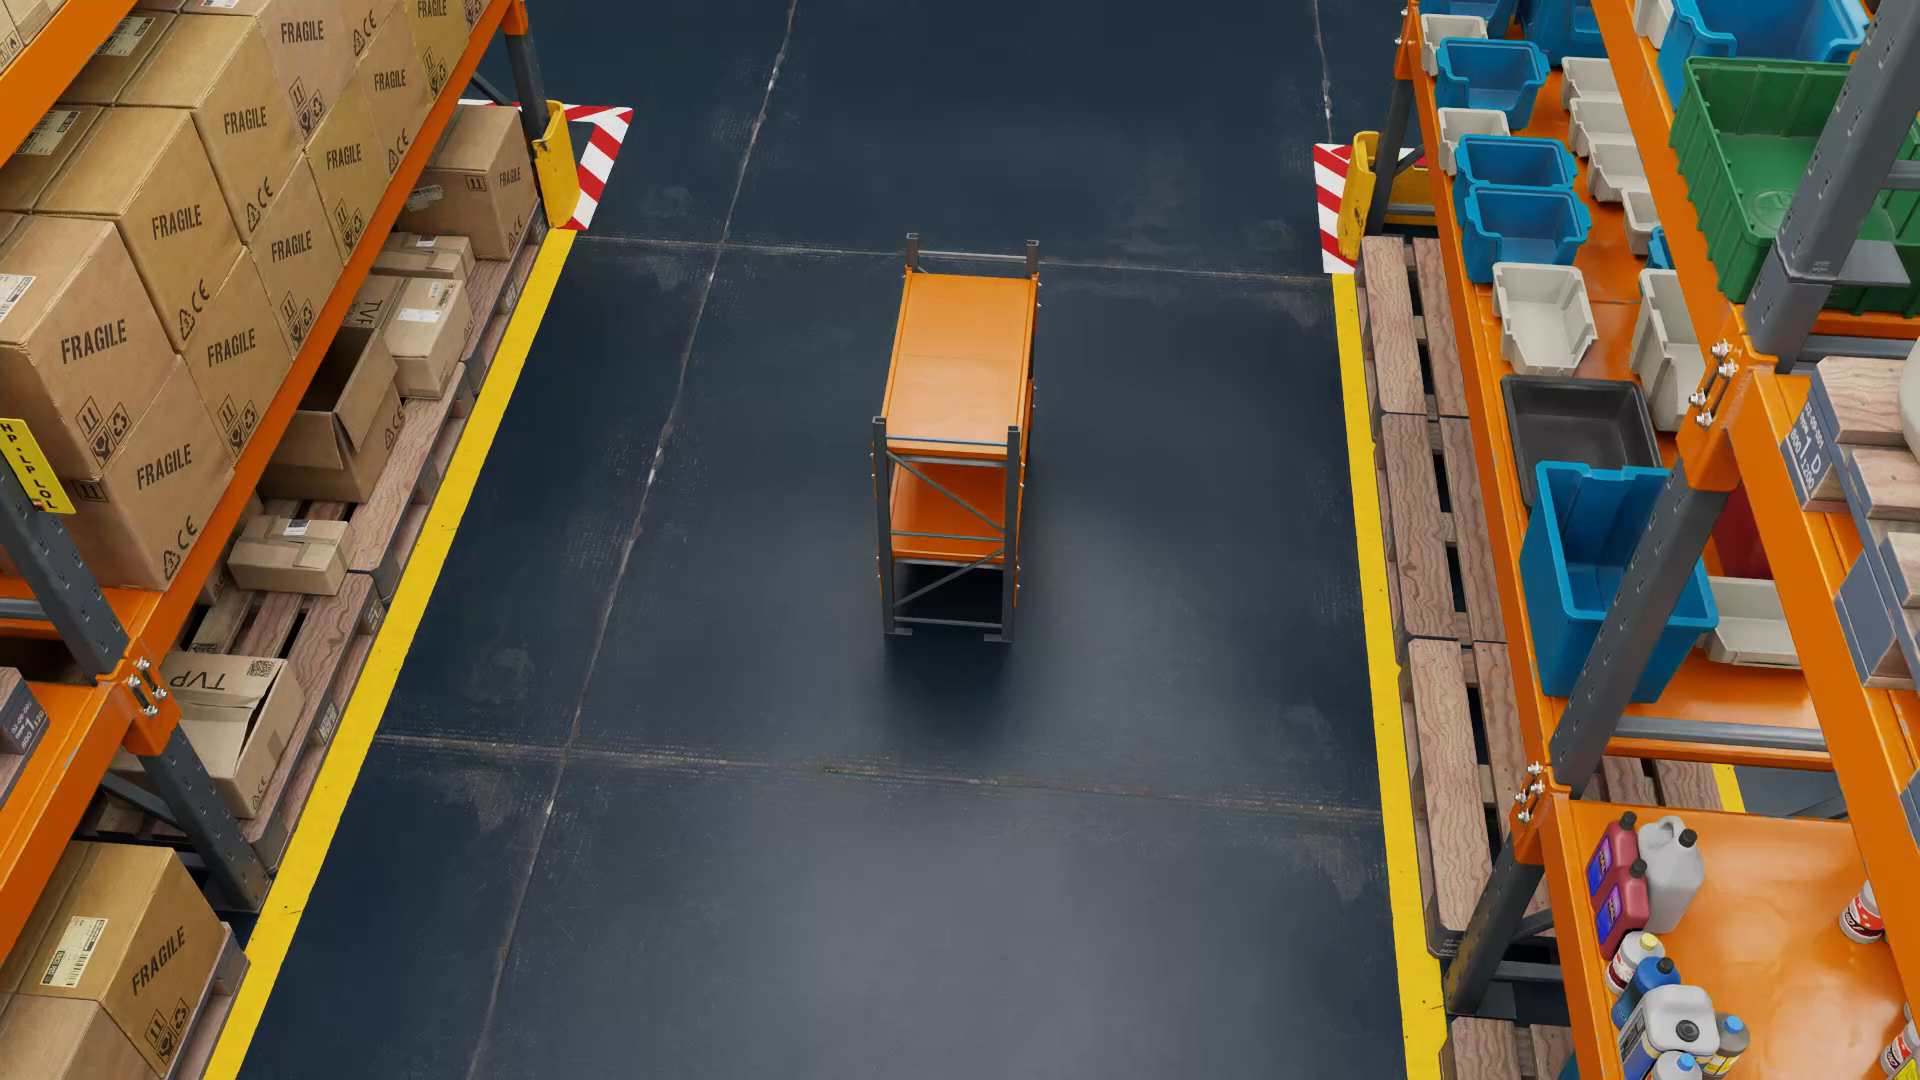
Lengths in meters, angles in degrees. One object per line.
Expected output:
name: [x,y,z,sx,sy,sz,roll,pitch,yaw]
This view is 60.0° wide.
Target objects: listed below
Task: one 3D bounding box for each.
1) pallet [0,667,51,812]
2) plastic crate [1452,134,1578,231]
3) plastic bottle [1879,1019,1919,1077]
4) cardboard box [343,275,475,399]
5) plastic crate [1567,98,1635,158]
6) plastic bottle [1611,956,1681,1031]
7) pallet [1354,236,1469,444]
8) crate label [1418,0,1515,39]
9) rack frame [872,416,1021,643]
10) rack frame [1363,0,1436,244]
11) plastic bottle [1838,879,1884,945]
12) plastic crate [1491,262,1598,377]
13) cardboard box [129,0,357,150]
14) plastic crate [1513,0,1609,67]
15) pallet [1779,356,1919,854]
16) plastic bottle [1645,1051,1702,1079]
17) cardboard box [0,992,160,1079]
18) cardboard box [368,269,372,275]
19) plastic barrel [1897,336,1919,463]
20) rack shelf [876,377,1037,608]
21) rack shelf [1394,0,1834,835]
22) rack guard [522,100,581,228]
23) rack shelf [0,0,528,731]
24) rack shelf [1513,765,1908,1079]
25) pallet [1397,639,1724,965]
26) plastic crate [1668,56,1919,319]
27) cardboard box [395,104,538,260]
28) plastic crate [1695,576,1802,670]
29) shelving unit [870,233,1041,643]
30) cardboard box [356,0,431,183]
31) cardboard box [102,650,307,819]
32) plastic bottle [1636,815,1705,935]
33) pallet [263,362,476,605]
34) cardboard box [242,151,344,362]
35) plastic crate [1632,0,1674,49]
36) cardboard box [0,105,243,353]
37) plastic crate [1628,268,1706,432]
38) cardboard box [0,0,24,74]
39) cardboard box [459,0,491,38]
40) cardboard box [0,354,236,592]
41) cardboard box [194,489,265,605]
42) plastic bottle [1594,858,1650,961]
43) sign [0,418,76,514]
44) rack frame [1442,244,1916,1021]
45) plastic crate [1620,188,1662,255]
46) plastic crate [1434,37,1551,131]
pallet: [-3.039,0.819,4.124,1.003,0.211,1.213,4,48,4]
plastic crate: [1.969,-1.266,5.974,0.416,0.233,0.300,4,48,4]
plastic bottle: [2.202,1.163,3.814,0.097,0.201,0.097,0,48,0]
cardboard box: [-2.414,-0.873,7.107,0.500,0.250,0.500,4,48,4]
plastic crate: [2.505,-1.537,6.287,0.396,0.136,0.243,4,48,4]
plastic bottle: [1.603,1.050,3.870,0.097,0.271,0.097,0,48,0]
pallet: [2.326,-0.884,7.442,1.003,0.211,1.213,4,48,4]
crate label: [2.089,-2.233,6.858,0.416,0.233,0.303,4,48,4]
rack frame: [-0.046,-0.011,6.024,0.500,1.125,0.032,4,48,4]
rack frame: [2.439,-2.429,6.964,1.000,3.000,0.127,4,48,4]
plastic bottle: [2.235,0.894,4.060,0.097,0.201,0.097,0,48,0]
plastic crate: [1.934,-0.720,5.540,0.293,0.136,0.466,4,48,4]
cardboard box: [-2.394,-1.660,5.516,0.500,0.500,0.500,5,48,5]
plastic crate: [2.595,-2.202,6.693,0.616,0.435,0.499,4,48,4]
pallet: [2.101,0.145,2.706,1.213,0.211,1.003,4,48,4]
plastic bottle: [1.582,1.221,3.714,0.097,0.271,0.097,0,48,0]
cardboard box: [-2.671,1.615,4.662,0.500,0.500,0.500,4,48,4]
cardboard box: [-2.871,-1.237,7.440,0.500,0.250,0.500,4,48,4]
plastic barrel: [1.777,-0.319,2.626,0.433,0.535,0.433,0,48,0]
rack shelf: [0.001,-0.220,6.546,0.538,0.278,1.000,4,48,4]
rack shelf: [2.257,-0.716,5.886,1.077,0.370,4.000,4,48,4]
rack guard: [-2.500,-1.865,8.143,1.175,0.500,0.348,4,48,4]
rack shelf: [-2.675,-1.052,6.193,1.077,0.370,4.000,4,48,4]
rack shelf: [1.893,2.223,3.197,1.077,0.370,4.000,4,48,4]
pallet: [2.103,0.909,5.802,1.003,0.211,1.213,4,48,4]
plastic crate: [1.812,-0.762,3.551,0.450,0.188,0.662,4,48,4]
cardboard box: [-2.297,-1.653,7.651,0.500,0.500,0.500,4,48,4]
plastic crate: [2.260,0.247,4.655,0.396,0.136,0.243,4,48,4]
shelving unit: [0.001,-0.385,6.365,0.538,1.125,1.048,4,48,4]
cardboard box: [-2.358,-1.703,6.233,0.500,0.500,0.500,4,48,4]
cardboard box: [-2.604,0.640,5.682,0.500,0.311,0.500,4,48,4]
plastic bottle: [1.716,0.794,4.050,0.144,0.351,0.185,4,48,4]
pallet: [-2.685,-0.288,6.896,1.003,0.211,1.213,4,48,4]
cardboard box: [-2.448,-0.959,5.553,0.500,0.500,0.500,4,48,3]
plastic crate: [1.812,-1.373,4.145,0.293,0.136,0.466,4,48,4]
cardboard box: [-2.488,-0.903,4.824,0.500,0.500,0.500,3,48,2]
plastic crate: [2.397,-0.579,5.313,0.437,0.282,0.530,4,48,4]
cardboard box: [-2.567,-1.128,3.843,0.500,0.250,0.500,4,48,4]
cardboard box: [-2.263,-2.451,6.917,0.500,0.500,0.500,5,48,5]
cardboard box: [-2.540,-0.215,4.872,0.500,0.500,0.500,5,48,5]
cardboard box: [-3.020,-0.055,6.318,0.500,0.311,0.500,4,48,4]
plastic bottle: [1.604,0.889,4.009,0.061,0.283,0.133,4,48,4]
sign: [-2.305,-0.181,4.124,0.100,0.325,0.005,4,48,4]
rack frame: [2.075,0.511,4.276,1.000,3.000,0.127,4,48,4]
plastic crate: [2.495,-1.111,5.898,0.298,0.136,0.250,4,48,4]
plastic crate: [2.029,-1.749,6.416,0.416,0.233,0.300,4,48,4]
